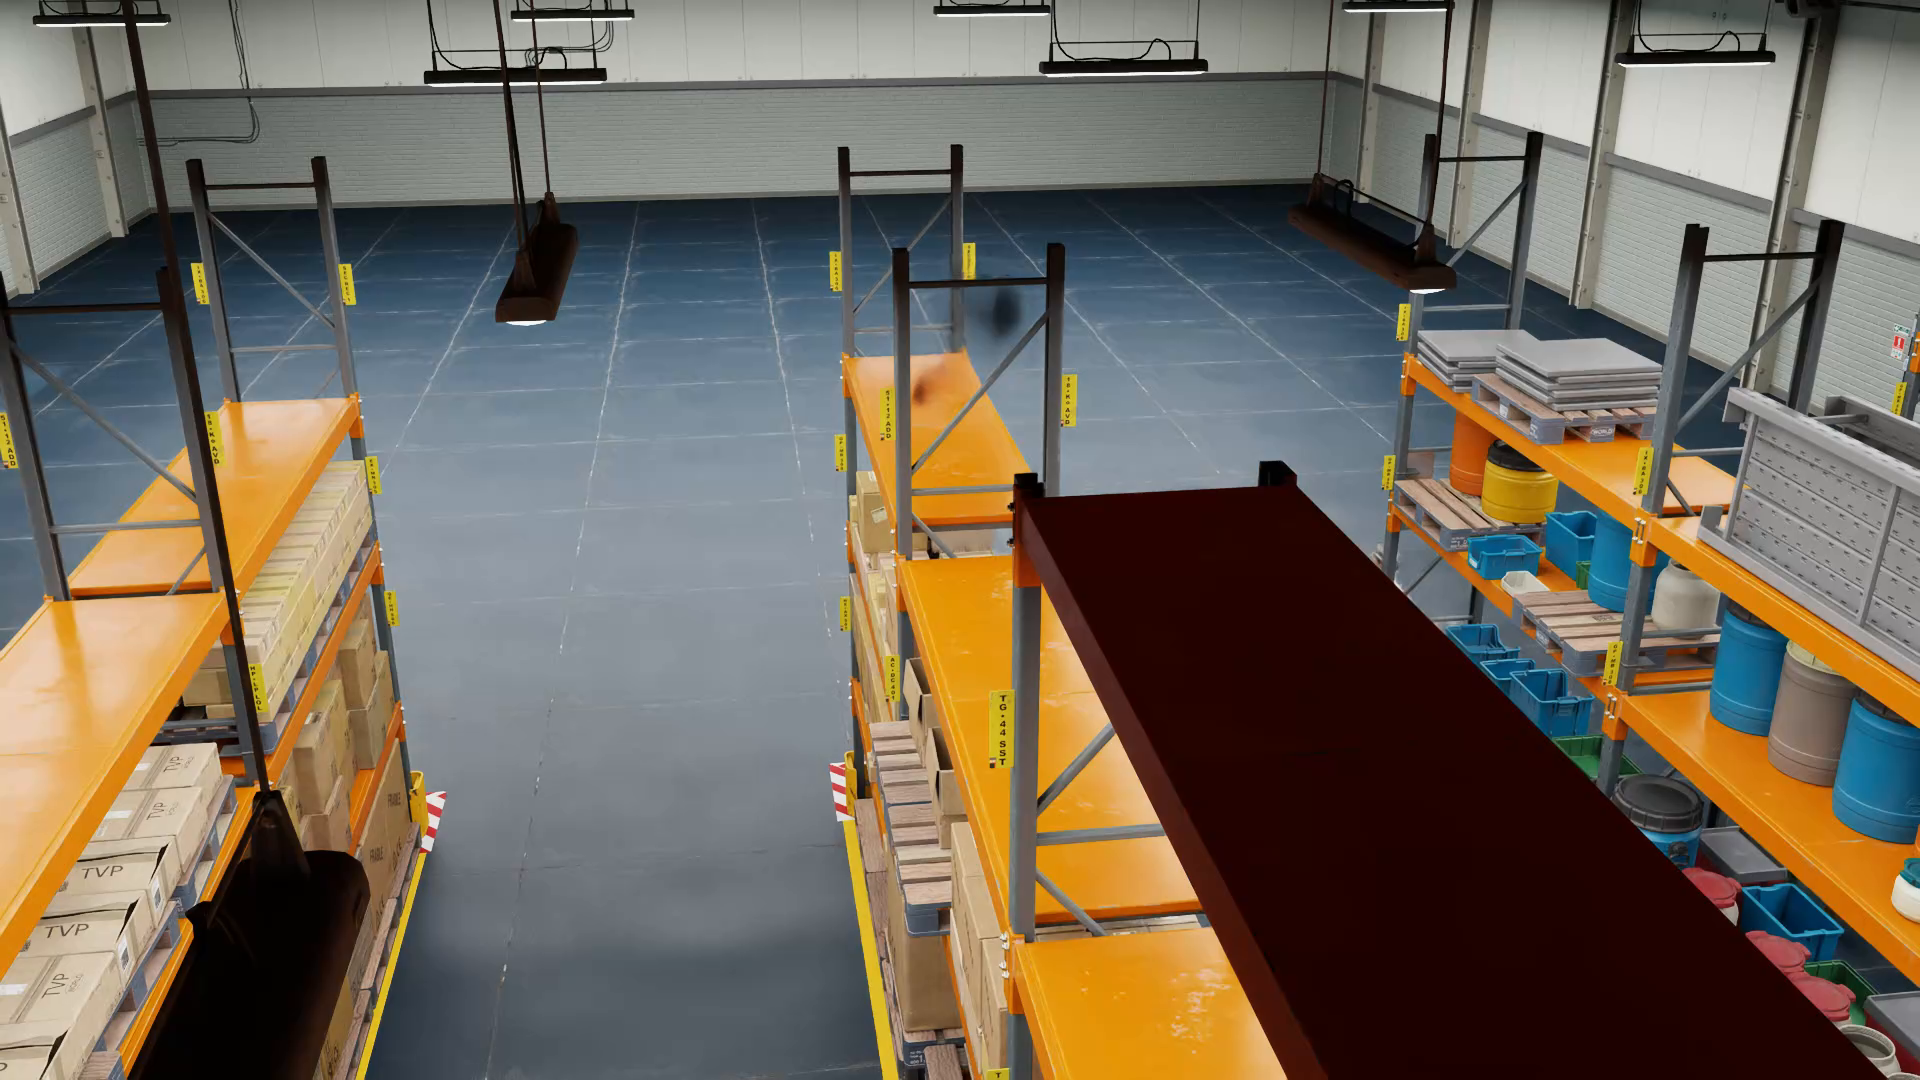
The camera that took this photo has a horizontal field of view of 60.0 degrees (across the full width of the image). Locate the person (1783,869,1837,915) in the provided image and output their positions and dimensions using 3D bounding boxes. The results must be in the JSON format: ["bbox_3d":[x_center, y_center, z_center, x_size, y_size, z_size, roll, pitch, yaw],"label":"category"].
[{"bbox_3d":[7.019,2.203,13.602,0.652,1.805,0.983,-7,23,-16],"label":"person"}]

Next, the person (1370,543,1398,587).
[{"bbox_3d":[4.353,0.835,17.255,0.725,1.642,0.648,10,24,24],"label":"person"}]
